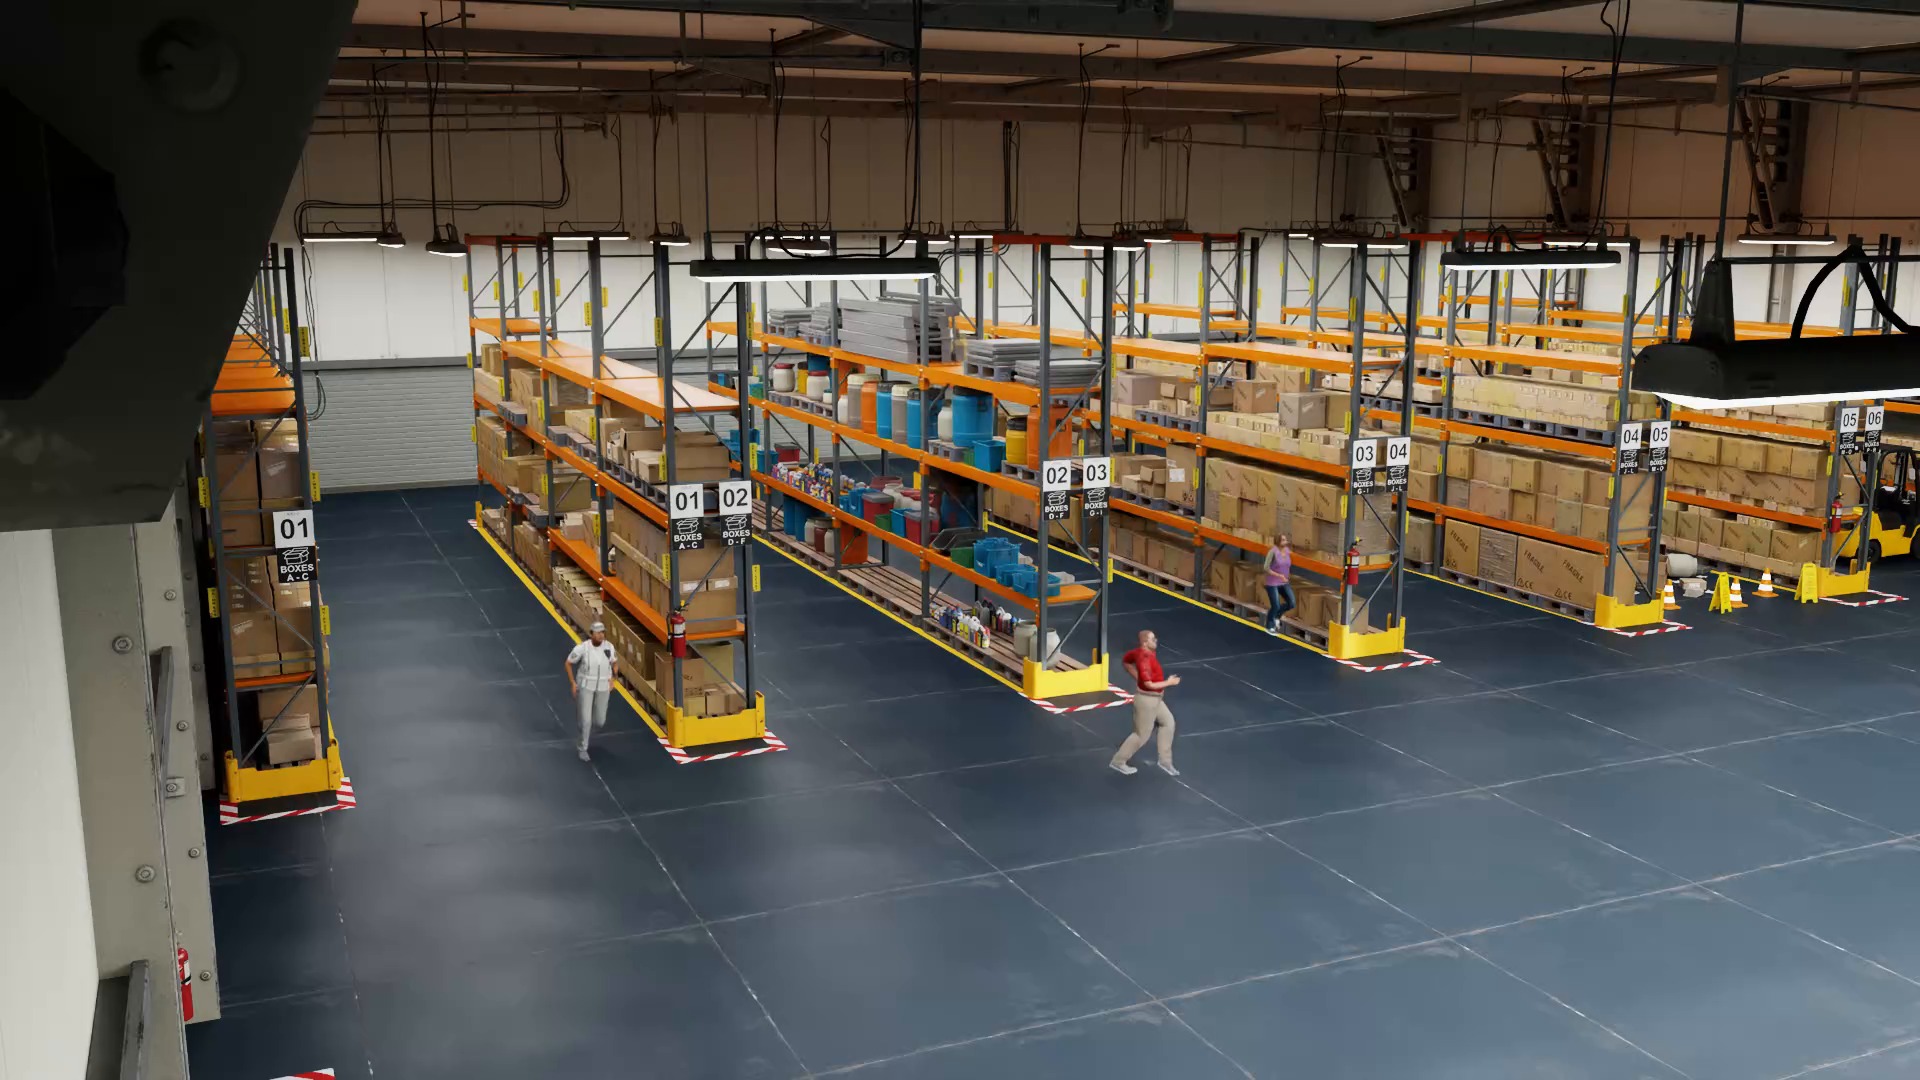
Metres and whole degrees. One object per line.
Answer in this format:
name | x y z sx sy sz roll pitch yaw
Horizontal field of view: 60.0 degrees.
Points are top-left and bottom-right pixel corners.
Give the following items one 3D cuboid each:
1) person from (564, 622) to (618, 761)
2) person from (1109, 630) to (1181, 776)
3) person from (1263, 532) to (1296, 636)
person | -4.387 1.772 19.874 0.636 1.632 0.573 -6 12 -27
person | 2.134 1.886 19.020 0.822 1.776 0.670 1 11 6
person | 4.656 0.651 24.207 0.550 1.560 0.566 -6 12 -27
